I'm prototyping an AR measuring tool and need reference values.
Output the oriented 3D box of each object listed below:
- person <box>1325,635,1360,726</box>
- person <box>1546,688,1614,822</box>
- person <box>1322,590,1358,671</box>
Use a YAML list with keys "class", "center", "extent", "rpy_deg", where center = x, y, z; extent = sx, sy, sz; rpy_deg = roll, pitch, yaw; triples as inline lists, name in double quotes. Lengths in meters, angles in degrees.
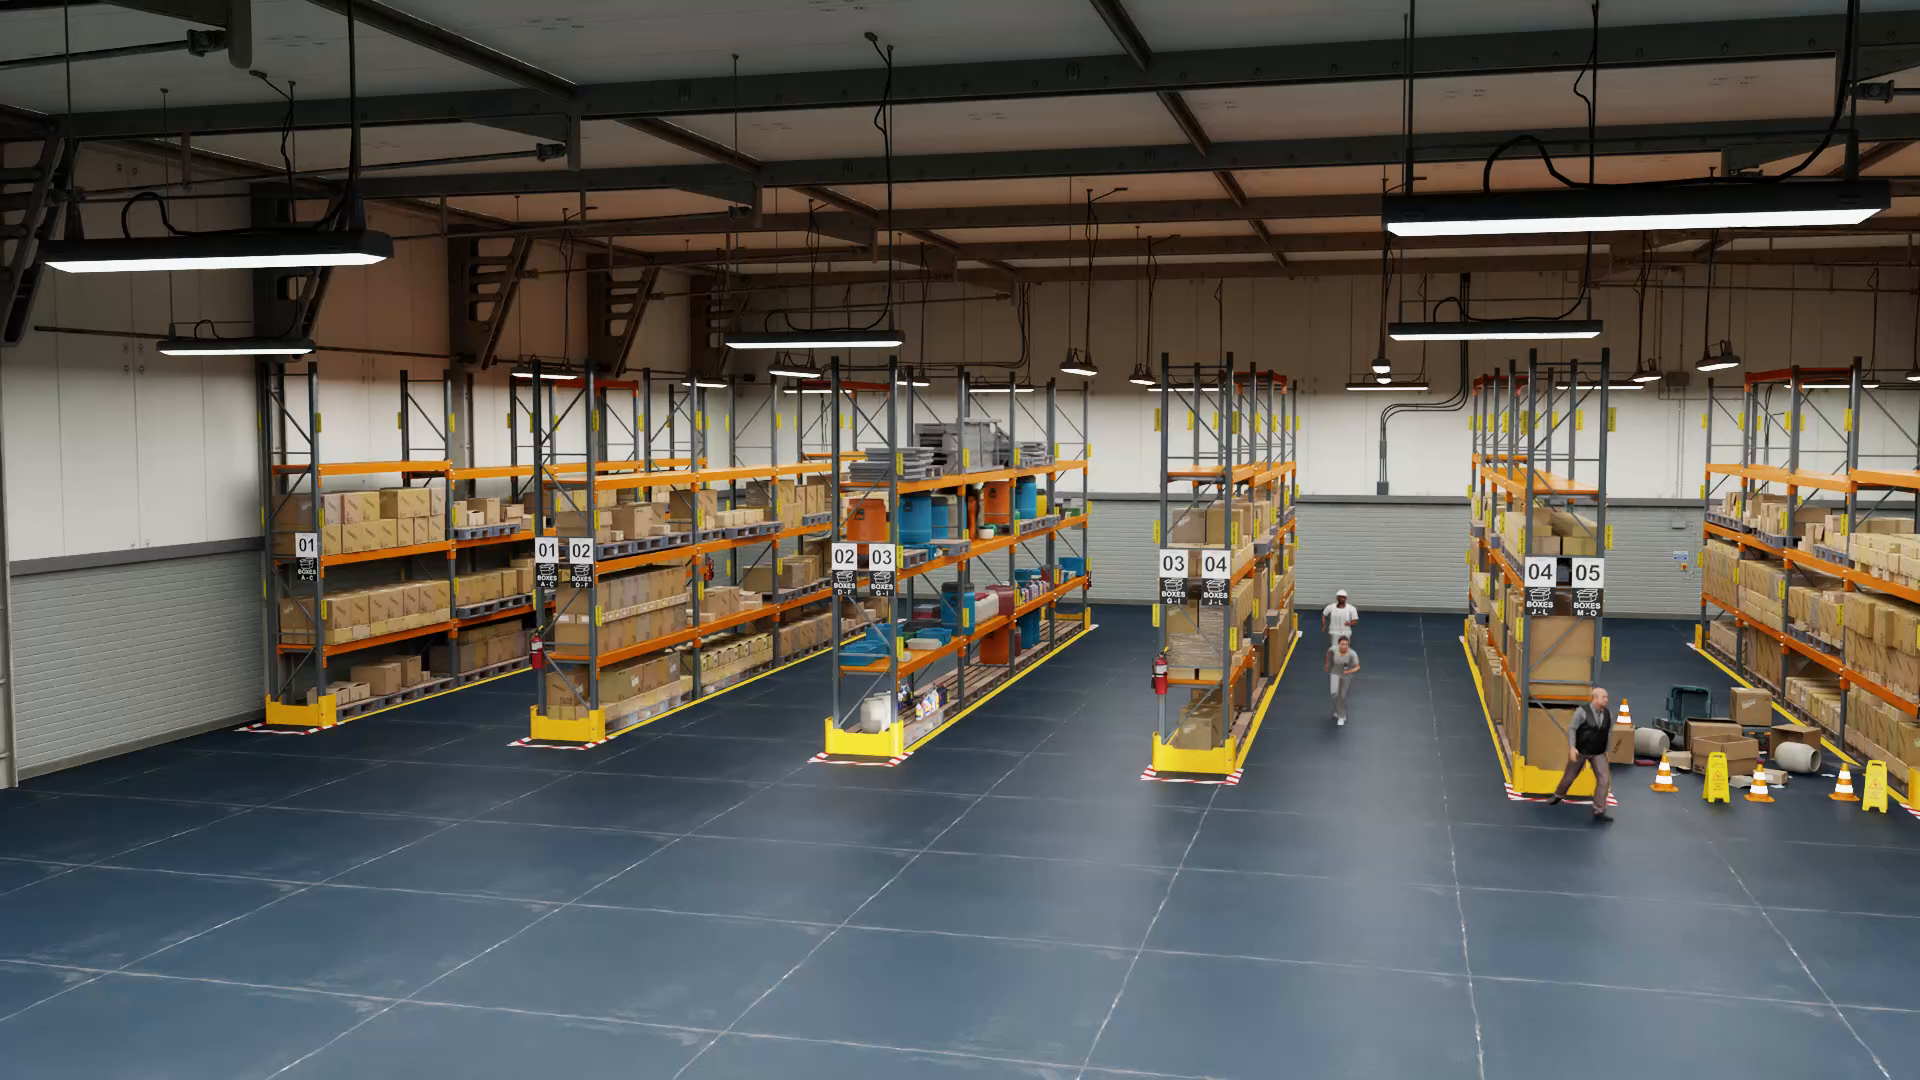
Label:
- class: "person"
  center: [6.352, 2.286, 27.652]
  extent: [0.567, 1.502, 1.060]
  rpy_deg: [1, 4, 13]
- class: "person"
  center: [7.924, 2.677, 21.088]
  extent: [0.653, 1.666, 0.988]
  rpy_deg: [-1, 4, -8]
- class: "person"
  center: [7.363, 1.859, 32.205]
  extent: [0.668, 1.789, 0.727]
  rpy_deg: [0, 4, 6]
